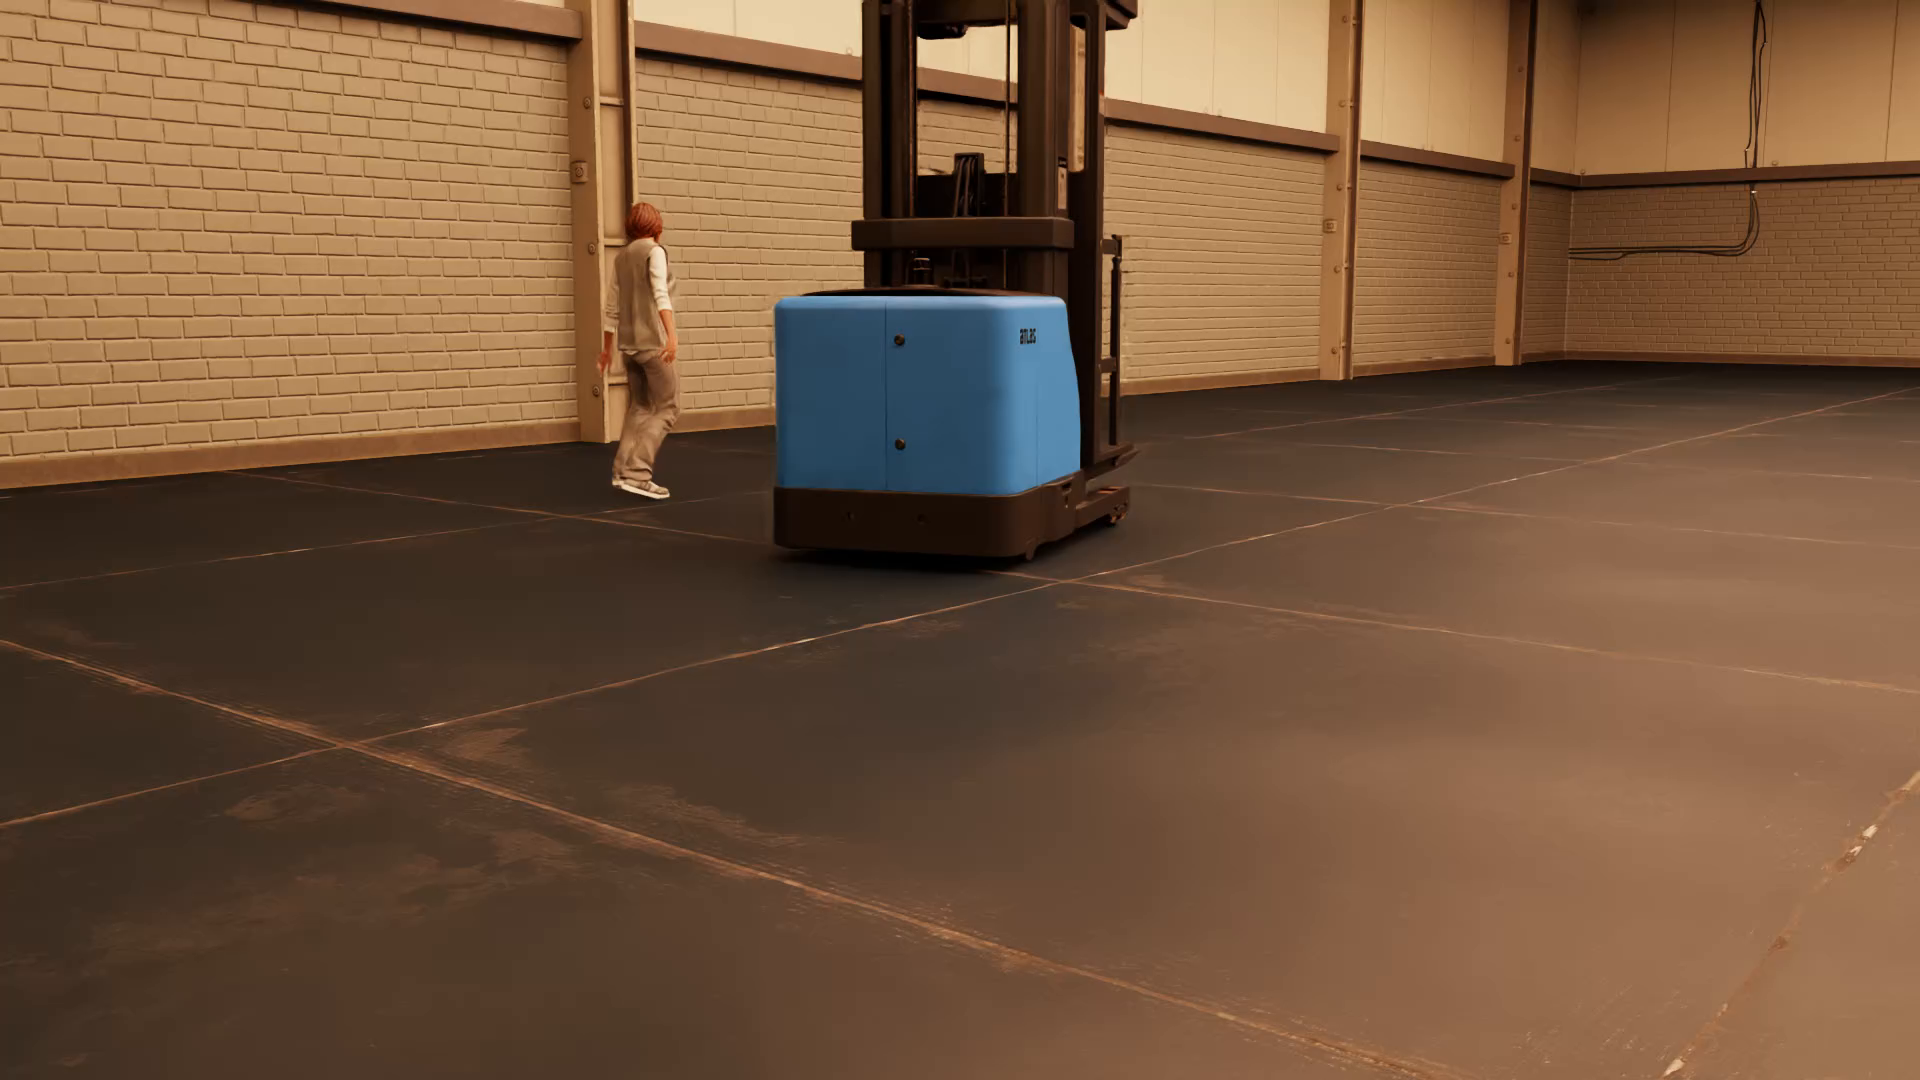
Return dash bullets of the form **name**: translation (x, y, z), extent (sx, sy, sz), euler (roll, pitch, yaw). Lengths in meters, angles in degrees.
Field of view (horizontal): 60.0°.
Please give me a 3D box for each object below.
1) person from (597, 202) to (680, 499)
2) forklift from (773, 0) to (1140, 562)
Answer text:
- **person**: translation (-1.700, -1.011, 8.853), extent (0.410, 1.562, 0.725), euler (-7, 11, -41)
- **forklift**: translation (0.193, -1.539, 7.801), extent (1.130, 2.935, 3.031), euler (3, 9, 19)
